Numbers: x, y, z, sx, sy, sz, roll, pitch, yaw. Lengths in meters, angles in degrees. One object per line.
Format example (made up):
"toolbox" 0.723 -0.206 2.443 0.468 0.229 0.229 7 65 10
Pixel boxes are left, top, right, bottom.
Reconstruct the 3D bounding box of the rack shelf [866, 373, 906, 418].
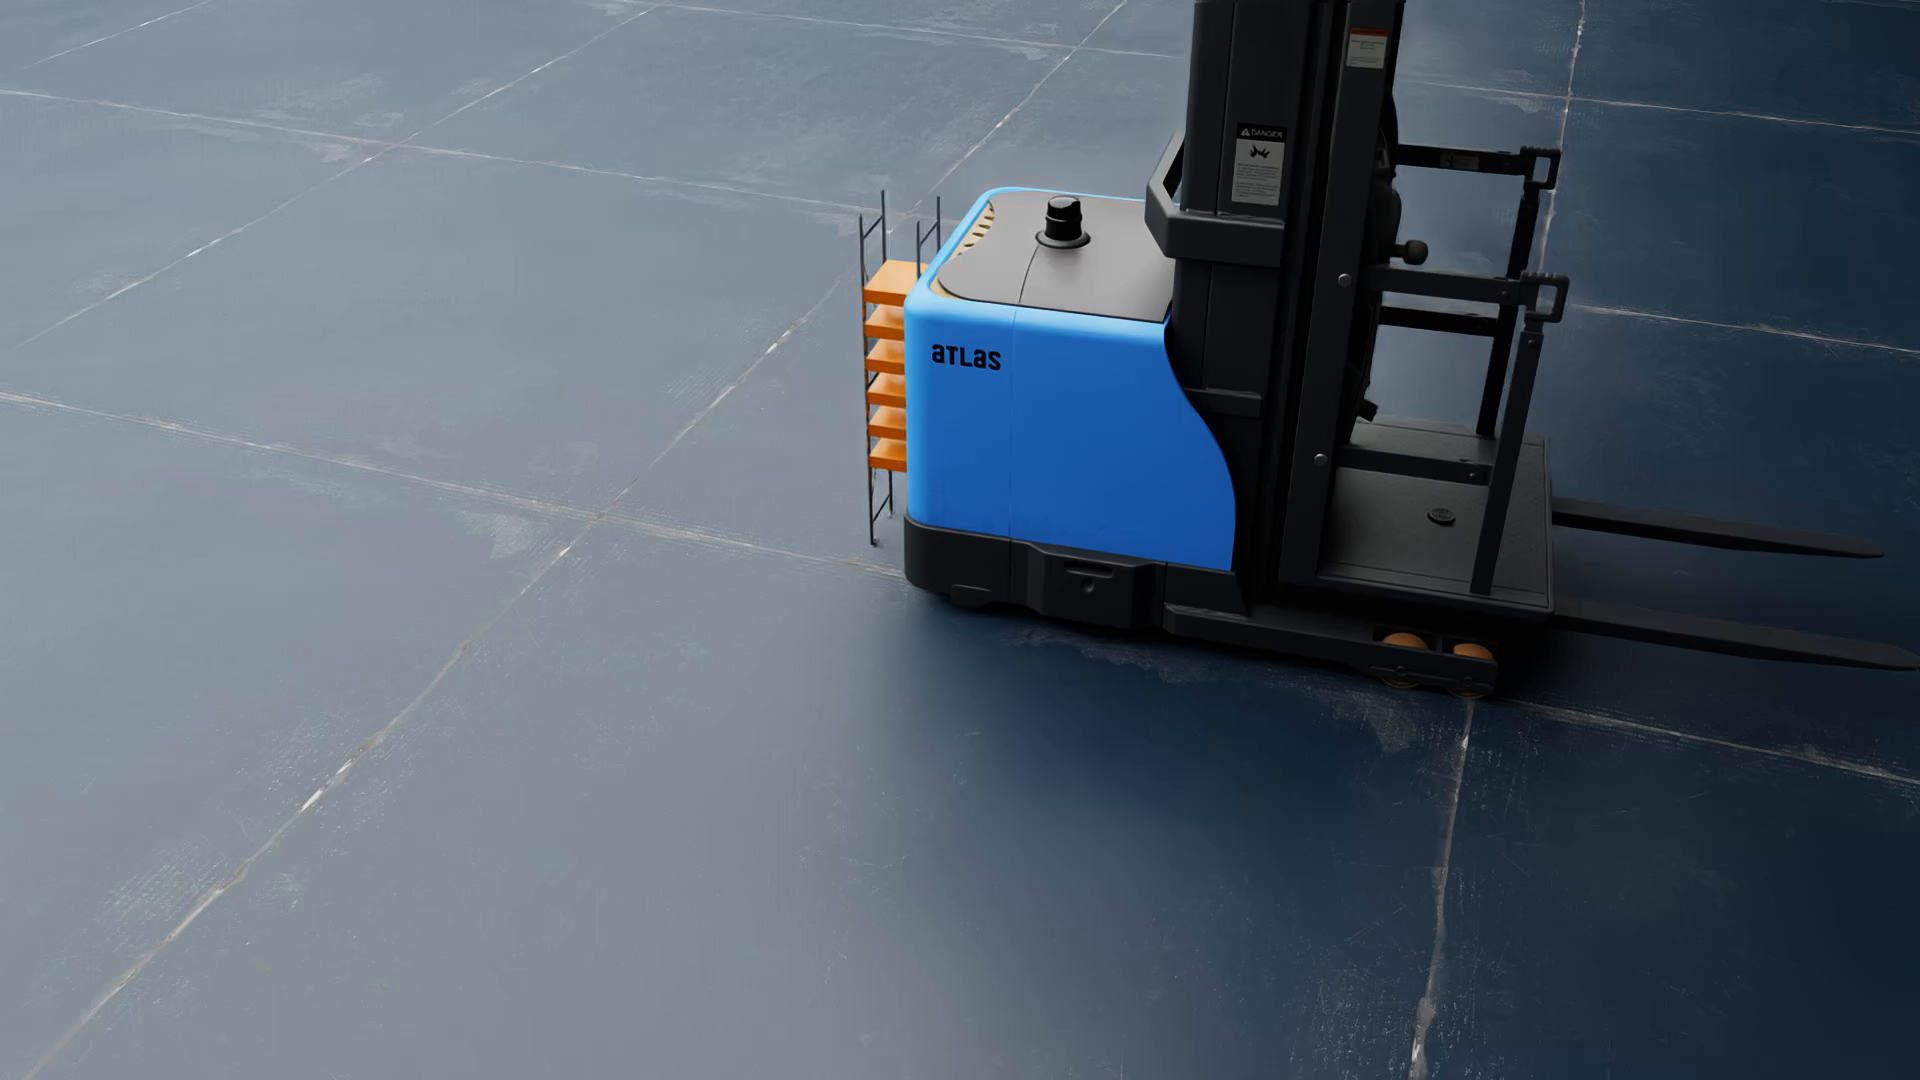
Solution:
"rack shelf" -0.185 -0.494 5.491 0.180 0.103 0.258 9 34 13

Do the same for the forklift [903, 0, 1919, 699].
"forklift" 1.394 -1.074 4.712 3.031 2.935 1.130 9 34 13

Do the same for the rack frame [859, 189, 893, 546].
"rack frame" -0.273 -0.545 5.488 0.006 1.200 0.240 9 34 13

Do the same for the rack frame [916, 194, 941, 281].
"rack frame" -0.097 -0.518 5.446 0.006 1.200 0.240 9 34 13

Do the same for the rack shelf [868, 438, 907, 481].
"rack shelf" -0.185 -0.292 5.621 0.180 0.103 0.258 9 34 13

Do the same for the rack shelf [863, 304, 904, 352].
"rack shelf" -0.185 -0.696 5.361 0.180 0.103 0.258 9 34 13

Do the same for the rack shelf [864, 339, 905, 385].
"rack shelf" -0.185 -0.595 5.426 0.180 0.103 0.258 9 34 13

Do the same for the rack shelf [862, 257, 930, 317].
"rack shelf" -0.185 -0.796 5.296 0.180 0.103 0.258 9 34 13

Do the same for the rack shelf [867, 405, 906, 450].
"rack shelf" -0.185 -0.393 5.556 0.180 0.103 0.258 9 34 13

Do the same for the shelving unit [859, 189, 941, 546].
"shelving unit" -0.185 -0.531 5.467 0.189 1.200 0.258 9 34 13
